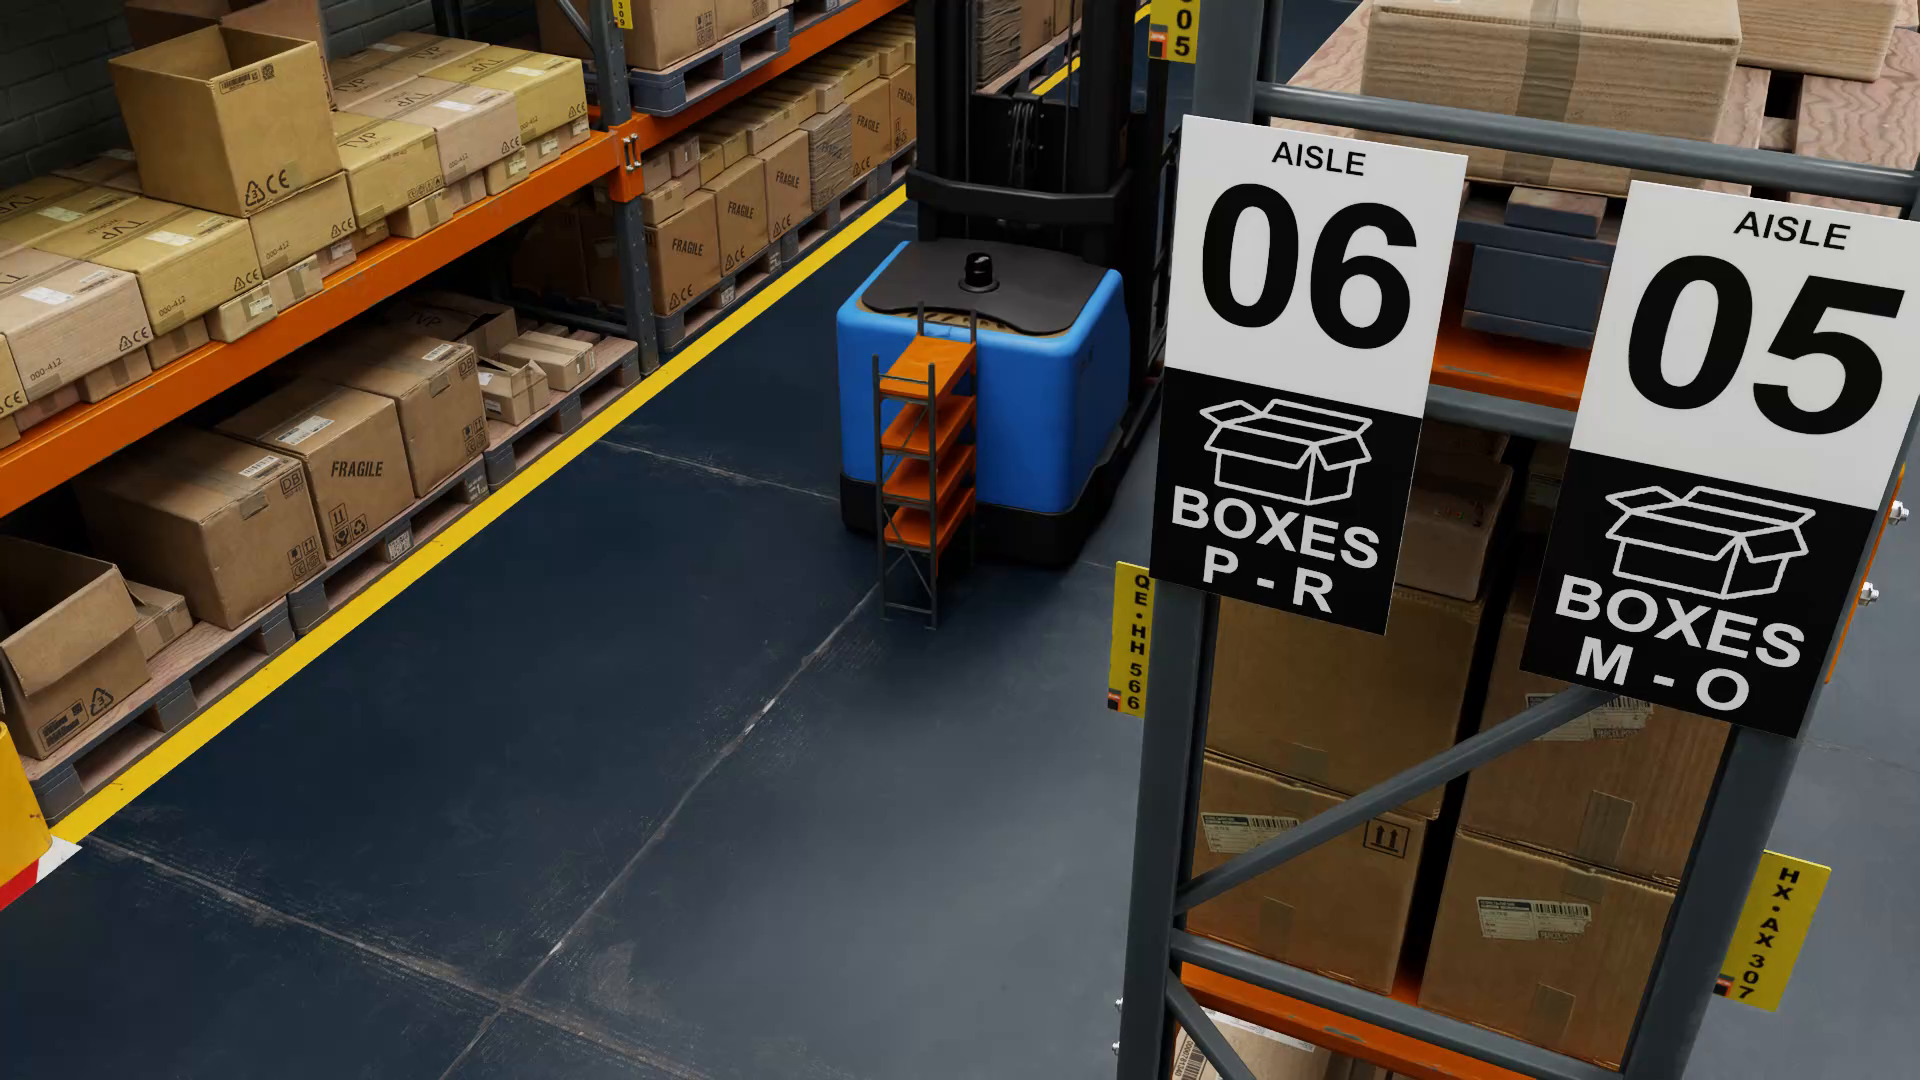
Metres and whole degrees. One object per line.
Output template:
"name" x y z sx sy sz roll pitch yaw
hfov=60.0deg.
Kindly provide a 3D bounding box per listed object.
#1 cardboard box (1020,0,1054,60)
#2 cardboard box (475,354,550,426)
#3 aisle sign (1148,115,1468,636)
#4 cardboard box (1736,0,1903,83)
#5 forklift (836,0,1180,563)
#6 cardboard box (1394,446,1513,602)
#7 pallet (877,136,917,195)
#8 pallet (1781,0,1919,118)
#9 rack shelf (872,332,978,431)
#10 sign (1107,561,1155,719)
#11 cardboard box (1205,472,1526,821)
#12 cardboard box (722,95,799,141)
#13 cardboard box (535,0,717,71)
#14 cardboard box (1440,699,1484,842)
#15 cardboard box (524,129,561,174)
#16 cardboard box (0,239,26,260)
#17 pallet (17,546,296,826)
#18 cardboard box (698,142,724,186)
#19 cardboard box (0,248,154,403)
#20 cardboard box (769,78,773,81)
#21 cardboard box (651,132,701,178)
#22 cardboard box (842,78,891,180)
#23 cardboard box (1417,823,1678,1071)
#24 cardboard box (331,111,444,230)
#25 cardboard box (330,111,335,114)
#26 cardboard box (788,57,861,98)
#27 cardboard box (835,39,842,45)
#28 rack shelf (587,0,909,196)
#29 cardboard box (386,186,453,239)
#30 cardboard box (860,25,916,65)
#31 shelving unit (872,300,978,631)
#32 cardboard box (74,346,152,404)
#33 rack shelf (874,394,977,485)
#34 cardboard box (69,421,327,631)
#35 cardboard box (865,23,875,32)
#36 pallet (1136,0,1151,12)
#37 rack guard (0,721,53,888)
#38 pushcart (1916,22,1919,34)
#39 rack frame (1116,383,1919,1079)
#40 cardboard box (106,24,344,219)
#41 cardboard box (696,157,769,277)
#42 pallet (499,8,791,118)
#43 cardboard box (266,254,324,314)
"cardboard box" 0.181 -4.039 12.457 0.875 0.625 0.625 15 36 22
"cardboard box" -2.147 -0.739 7.752 0.396 0.266 0.258 15 36 22
"aisle sign" 0.493 -0.223 2.484 0.394 0.787 0.004 14 36 20
"cardboard box" 1.469 -0.957 2.993 0.380 0.149 0.250 16 36 22
"forklift" 0.435 -1.931 7.522 1.130 2.935 3.031 11 35 16
"cardboard box" 0.773 -0.057 3.006 0.380 0.149 0.250 15 36 21
"pallet" -0.705 -2.693 11.164 1.003 0.211 1.213 14 36 20
"pallet" 1.615 -1.300 3.842 1.003 0.211 1.213 14 36 20
"rack shelf" -0.129 -0.614 6.375 0.258 0.148 0.480 11 35 16
"sign" 0.318 0.185 2.961 0.100 0.325 0.005 14 36 20
"cardboard box" 0.790 0.145 3.291 0.500 0.500 0.500 15 36 22
"cardboard box" -1.151 -2.414 9.500 0.380 0.149 0.250 15 36 22
"cardboard box" -1.626 -2.637 8.062 0.700 0.500 0.500 15 36 22
"cardboard box" 0.990 0.310 3.950 0.500 0.500 0.500 13 36 19
"cardboard box" -2.025 -1.773 7.448 0.380 0.149 0.250 15 36 22
"cardboard box" -3.537 -0.846 5.670 0.500 0.250 0.500 14 36 21
"pallet" -3.341 0.494 6.305 1.003 0.211 1.213 14 36 20
"cardboard box" -1.497 -2.035 8.923 0.380 0.149 0.250 12 35 18
"cardboard box" -3.060 -0.715 5.470 0.500 0.250 0.500 15 36 21
"cardboard box" -1.352 -2.779 10.058 0.380 0.149 0.250 14 36 21
"cardboard box" -1.575 -2.014 8.619 0.380 0.149 0.250 12 35 18
"cardboard box" -0.775 -2.584 10.352 0.500 0.500 0.500 16 36 23
"cardboard box" 1.266 0.684 3.380 0.500 0.500 0.500 14 36 20
"cardboard box" -2.440 -1.484 6.642 0.500 0.250 0.500 14 36 20
"cardboard box" -2.905 -1.599 6.818 0.500 0.250 0.500 15 36 22
"cardboard box" -0.827 -2.810 10.105 0.380 0.149 0.250 14 36 20
"cardboard box" -0.995 -3.309 10.866 0.380 0.149 0.250 15 36 22
"rack shelf" -1.195 -2.925 9.631 1.077 0.370 4.000 14 36 20
"cardboard box" -2.327 -1.380 6.848 0.380 0.149 0.250 14 36 20
"cardboard box" -0.421 -3.176 10.664 0.380 0.149 0.250 12 35 18
"shelving unit" -0.129 -0.285 6.590 0.258 1.200 0.503 11 35 16
"cardboard box" -3.014 -0.621 5.691 0.380 0.149 0.250 15 36 22
"rack shelf" -0.129 -0.416 6.505 0.258 0.148 0.480 11 35 16
"cardboard box" -2.970 -0.068 6.514 0.700 0.500 0.500 16 36 22
"cardboard box" -0.789 -3.207 11.301 0.500 0.500 0.500 16 36 22
"pallet" 1.043 -4.672 14.183 1.003 0.211 1.213 14 36 20
"rack guard" -3.673 0.770 5.620 1.175 0.500 0.348 14 36 20
"pushcart" 7.917 -3.482 12.217 1.648 0.377 0.936 3 33 4
"rack frame" 0.805 0.899 3.143 1.000 3.000 0.127 14 36 20
"cardboard box" -2.643 -1.524 6.021 0.500 0.500 0.500 15 36 22
"cardboard box" -1.411 -1.817 9.182 0.500 0.500 0.500 14 36 20
"pallet" -1.598 -2.522 8.536 1.003 0.211 1.213 14 36 20
"cardboard box" -2.643 -0.999 6.268 0.380 0.149 0.250 15 36 22
